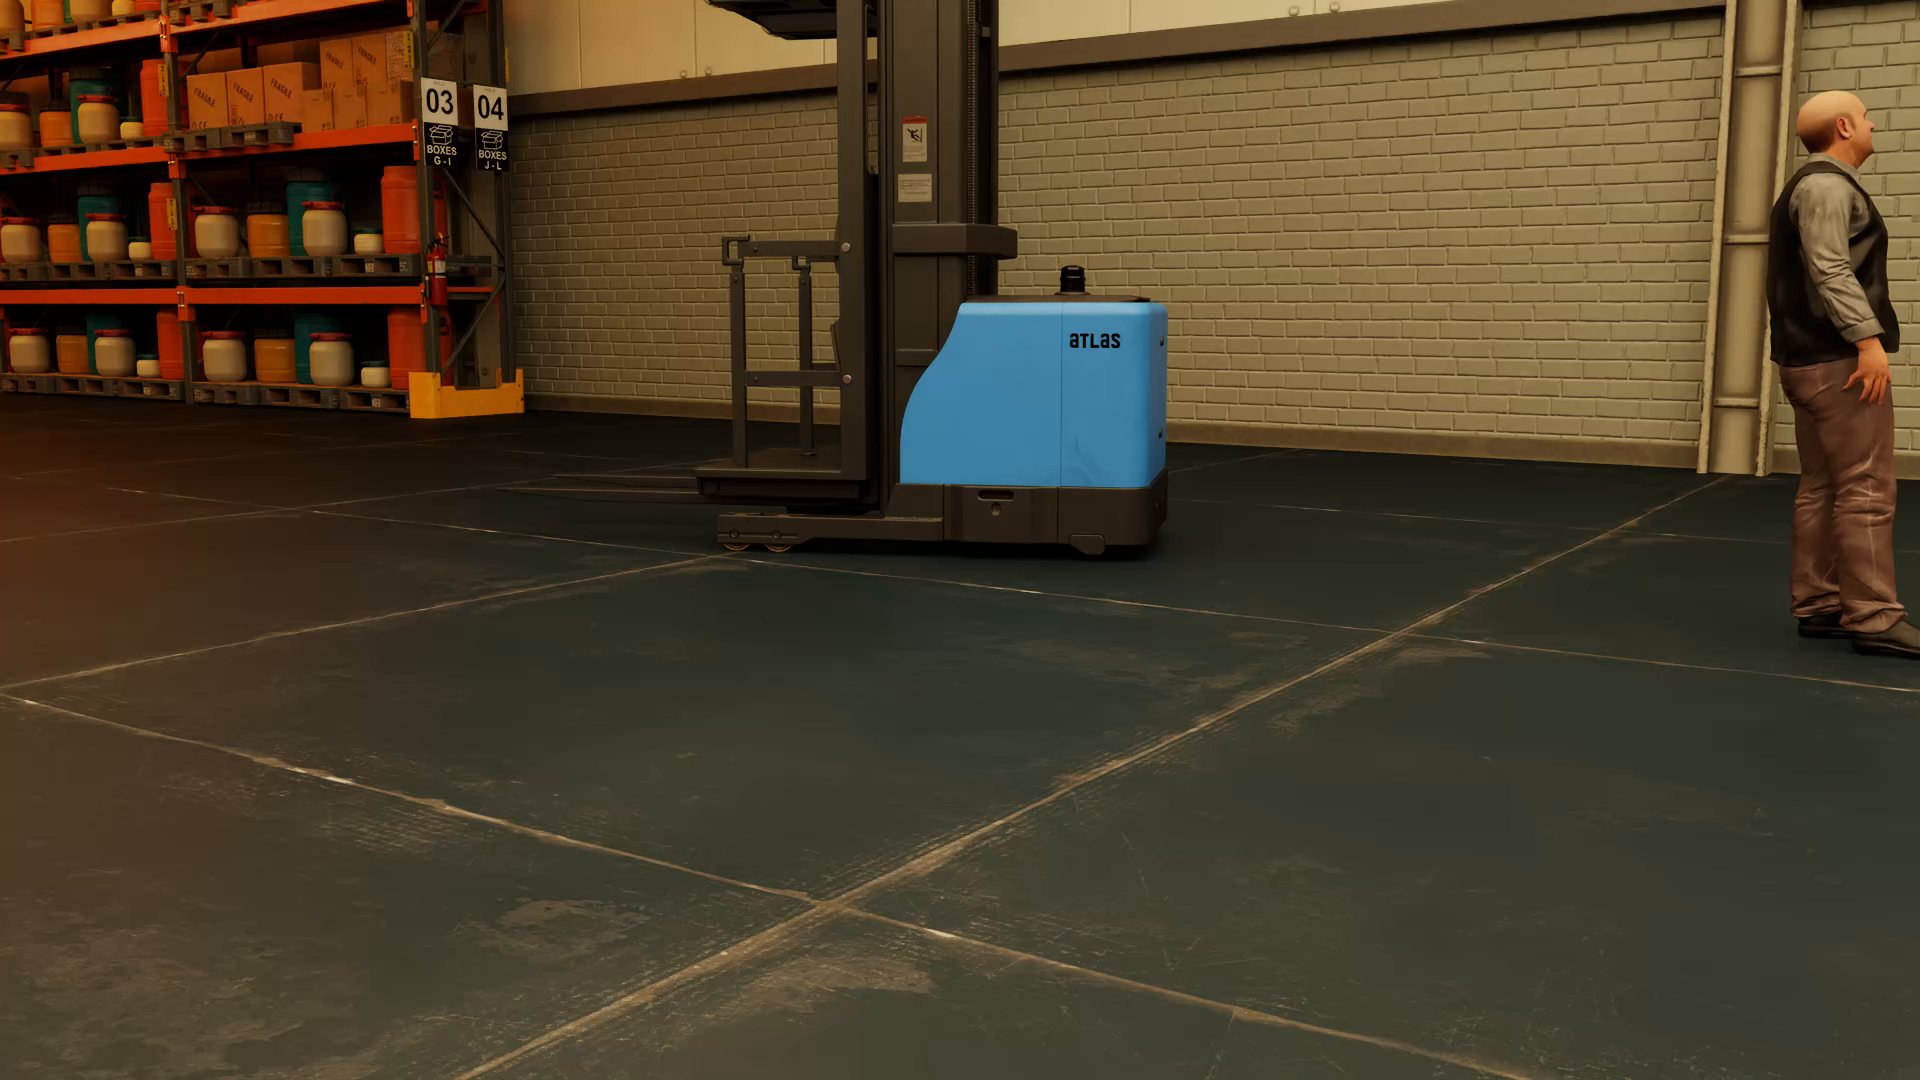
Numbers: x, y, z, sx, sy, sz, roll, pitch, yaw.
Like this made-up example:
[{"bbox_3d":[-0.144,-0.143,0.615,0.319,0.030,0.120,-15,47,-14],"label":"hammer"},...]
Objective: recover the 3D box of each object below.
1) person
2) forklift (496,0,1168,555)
[{"bbox_3d":[2.837,-0.541,5.242,0.568,1.720,0.631,2,8,16],"label":"person"},{"bbox_3d":[-0.596,-1.469,7.520,3.031,2.935,1.130,2,8,12],"label":"forklift"}]
